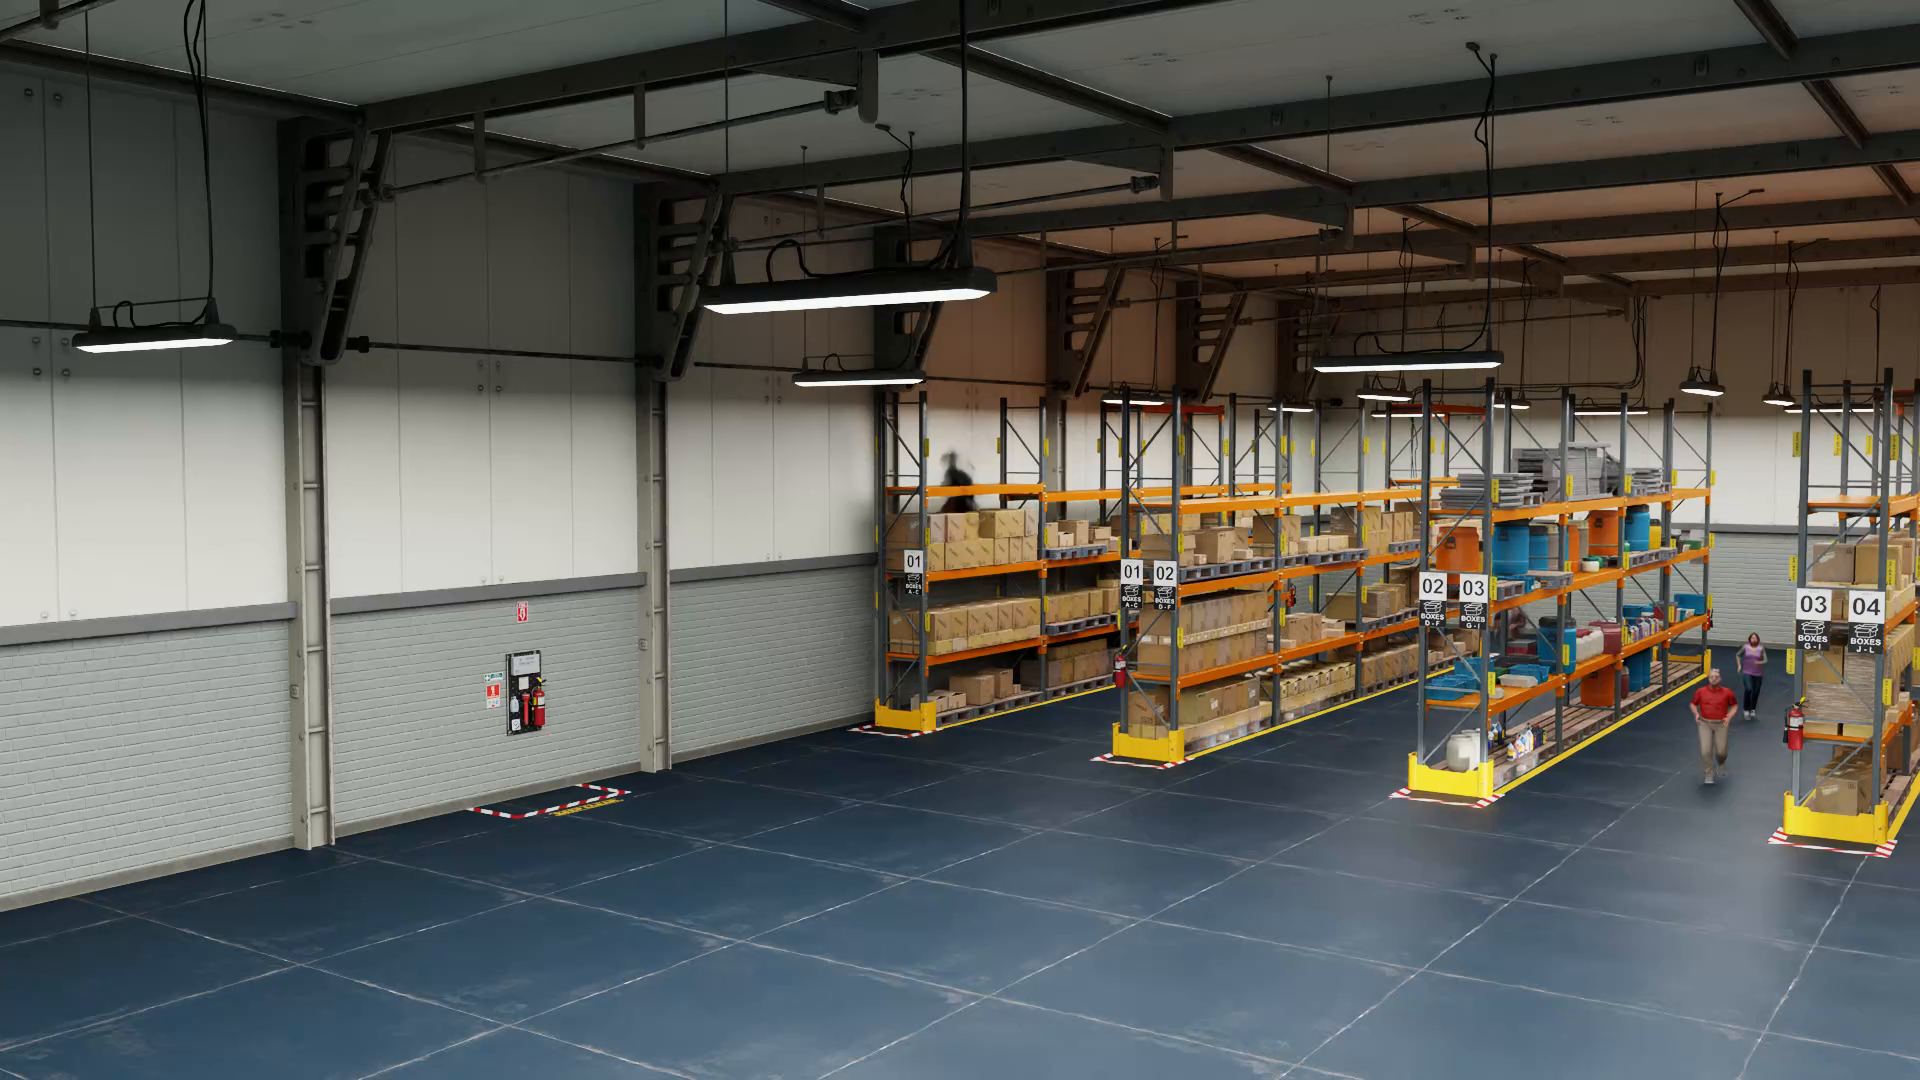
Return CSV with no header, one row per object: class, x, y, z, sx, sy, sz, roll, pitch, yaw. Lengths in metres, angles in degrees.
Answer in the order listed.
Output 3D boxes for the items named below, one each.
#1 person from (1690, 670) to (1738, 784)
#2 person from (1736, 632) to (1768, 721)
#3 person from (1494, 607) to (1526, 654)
person,11.241,2.783,24.822,0.661,1.673,0.605,2,4,27
person,14.568,2.505,30.589,0.503,1.617,0.682,1,3,17
person,11.931,2.112,36.152,0.683,1.759,0.724,1,3,22
